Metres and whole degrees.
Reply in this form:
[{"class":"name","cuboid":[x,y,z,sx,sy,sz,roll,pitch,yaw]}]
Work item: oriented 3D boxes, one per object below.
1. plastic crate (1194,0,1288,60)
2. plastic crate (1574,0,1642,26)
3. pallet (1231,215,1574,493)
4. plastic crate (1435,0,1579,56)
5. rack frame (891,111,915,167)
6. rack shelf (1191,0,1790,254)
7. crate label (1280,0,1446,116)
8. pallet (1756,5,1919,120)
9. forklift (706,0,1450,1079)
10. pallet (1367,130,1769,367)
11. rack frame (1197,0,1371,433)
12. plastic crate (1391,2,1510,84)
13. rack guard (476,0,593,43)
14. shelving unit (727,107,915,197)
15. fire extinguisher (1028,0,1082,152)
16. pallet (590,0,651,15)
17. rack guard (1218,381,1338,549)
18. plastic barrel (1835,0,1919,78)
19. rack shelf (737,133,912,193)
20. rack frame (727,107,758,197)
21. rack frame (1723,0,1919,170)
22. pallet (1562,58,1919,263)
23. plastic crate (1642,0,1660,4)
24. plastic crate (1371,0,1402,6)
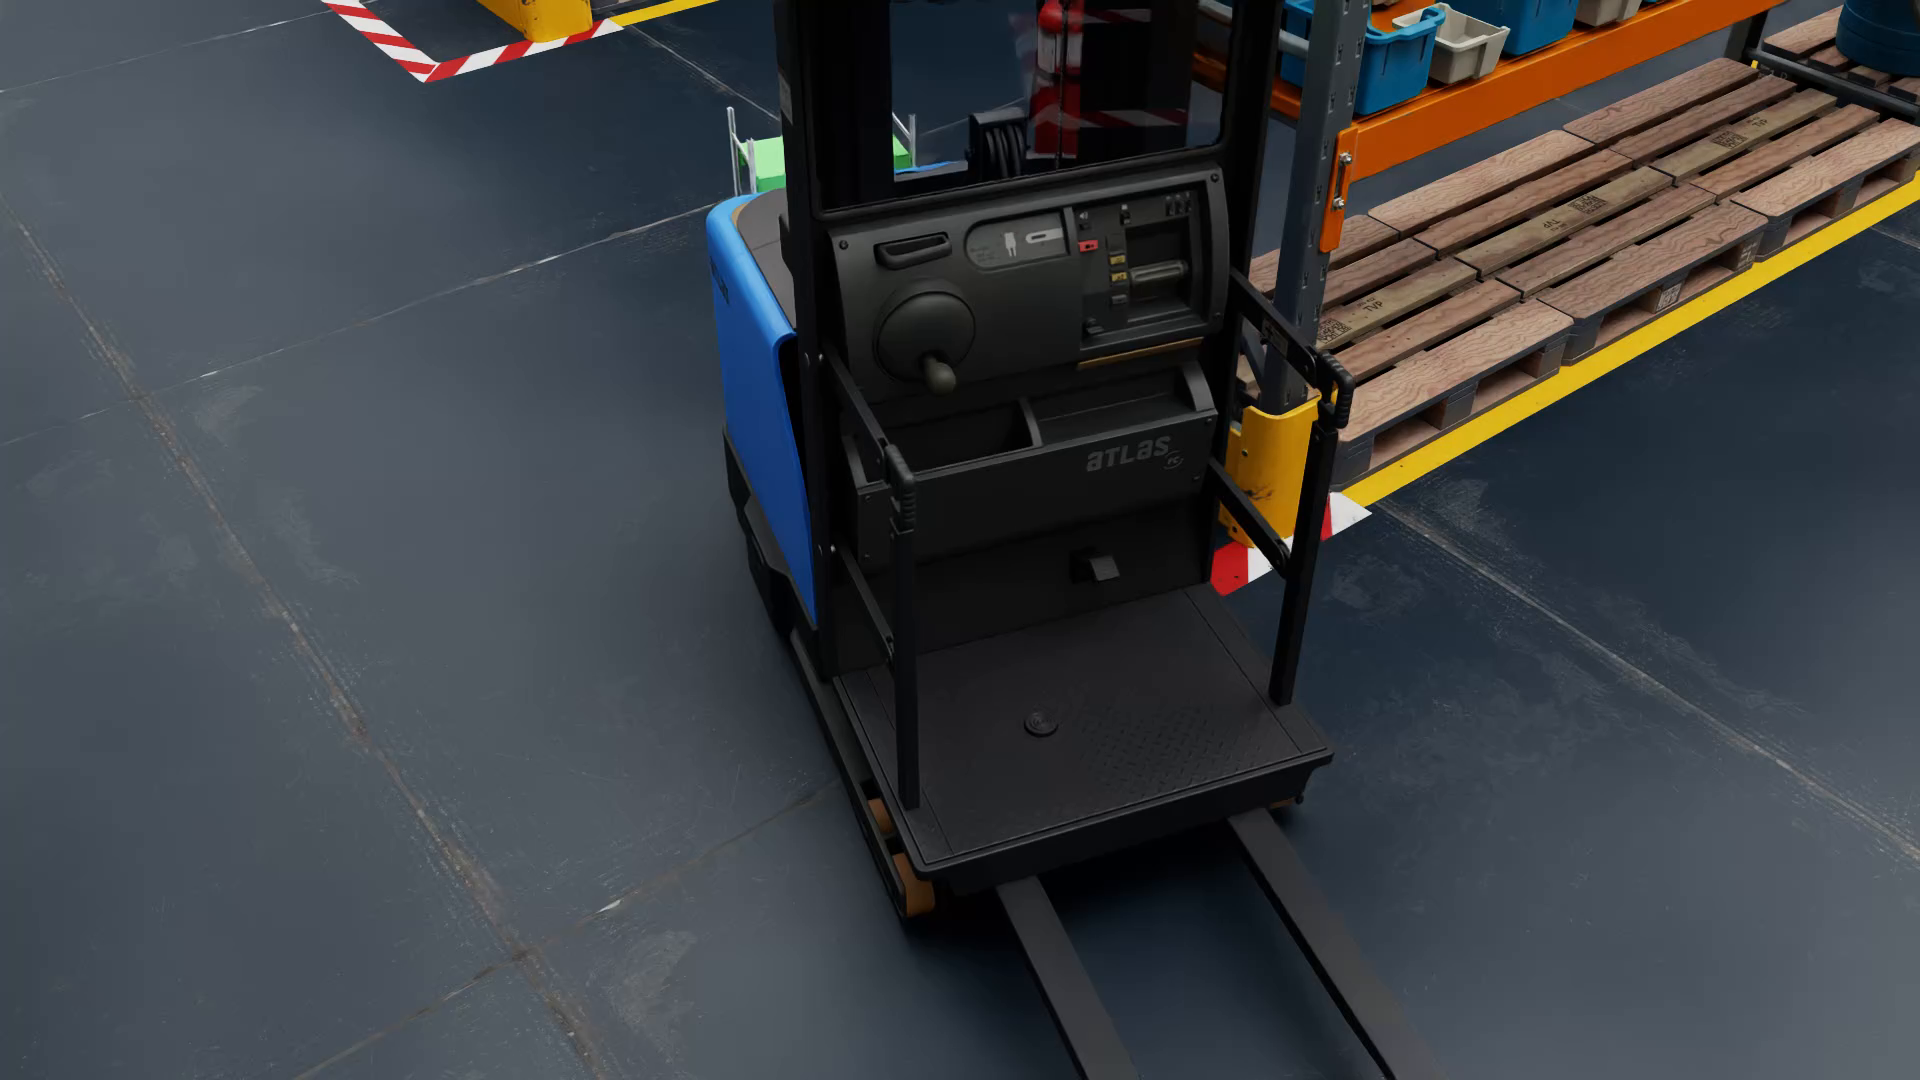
[{"class":"plastic crate","cuboid":[0.867,-1.750,4.943,0.499,0.435,0.616,-26,46,-28]},{"class":"plastic crate","cuboid":[1.954,-1.686,5.100,0.298,0.136,0.250,-26,46,-28]},{"class":"pallet","cuboid":[1.393,-0.711,5.950,1.213,0.211,1.003,-26,46,-28]},{"class":"plastic crate","cuboid":[1.634,-1.633,4.960,0.300,0.233,0.416,-26,46,-28]},{"class":"rack frame","cuboid":[-0.183,-0.856,5.348,0.015,1.200,0.240,-14,41,-16]},{"class":"rack shelf","cuboid":[2.301,-1.985,5.872,4.000,0.370,1.077,-26,46,-28]},{"class":"crate label","cuboid":[1.112,-1.378,4.650,0.303,0.233,0.416,-26,46,-28]},{"class":"pallet","cuboid":[4.524,-2.235,7.808,1.213,0.211,1.003,-26,46,-28]},{"class":"forklift","cuboid":[0.249,-0.503,3.553,1.130,2.935,3.031,-13,41,-16]},{"class":"pallet","cuboid":[2.360,-1.180,6.522,1.213,0.211,1.003,-26,46,-28]},{"class":"rack frame","cuboid":[0.715,-1.490,4.701,0.127,3.000,1.000,-26,46,-28]},{"class":"plastic crate","cuboid":[1.417,-1.423,4.781,0.298,0.136,0.250,-26,46,-28]},{"class":"rack guard","cuboid":[-2.322,-3.005,8.519,0.348,0.500,1.175,-26,46,-28]},{"class":"shelving unit","cuboid":[-0.411,-0.801,5.280,0.503,1.200,0.258,-14,41,-16]},{"class":"fire extinguisher","cuboid":[0.319,-1.486,5.052,0.183,0.674,0.296,-26,46,-28]},{"class":"pallet","cuboid":[-1.716,-3.251,9.047,1.213,0.211,1.003,-26,46,-28]},{"class":"rack guard","cuboid":[0.704,-0.508,5.475,0.348,0.500,1.175,-26,46,-28]},{"class":"plastic barrel","cuboid":[4.329,-2.589,7.364,0.708,0.901,0.600,-26,46,-28]},{"class":"rack shelf","cuboid":[-0.411,-1.123,5.016,0.480,0.148,0.258,-14,41,-16]},{"class":"rack frame","cuboid":[-0.639,-0.746,5.213,0.015,1.200,0.240,-14,41,-16]},{"class":"rack frame","cuboid":[3.887,-3.036,6.586,0.127,3.000,1.000,-26,46,-28]},{"class":"pallet","cuboid":[3.328,-1.654,7.100,1.213,0.211,1.003,-26,46,-28]},{"class":"plastic crate","cuboid":[2.156,-1.887,5.270,0.300,0.233,0.416,-26,46,-28]},{"class":"plastic crate","cuboid":[1.252,-1.817,5.261,0.243,0.136,0.396,-26,46,-28]}]
